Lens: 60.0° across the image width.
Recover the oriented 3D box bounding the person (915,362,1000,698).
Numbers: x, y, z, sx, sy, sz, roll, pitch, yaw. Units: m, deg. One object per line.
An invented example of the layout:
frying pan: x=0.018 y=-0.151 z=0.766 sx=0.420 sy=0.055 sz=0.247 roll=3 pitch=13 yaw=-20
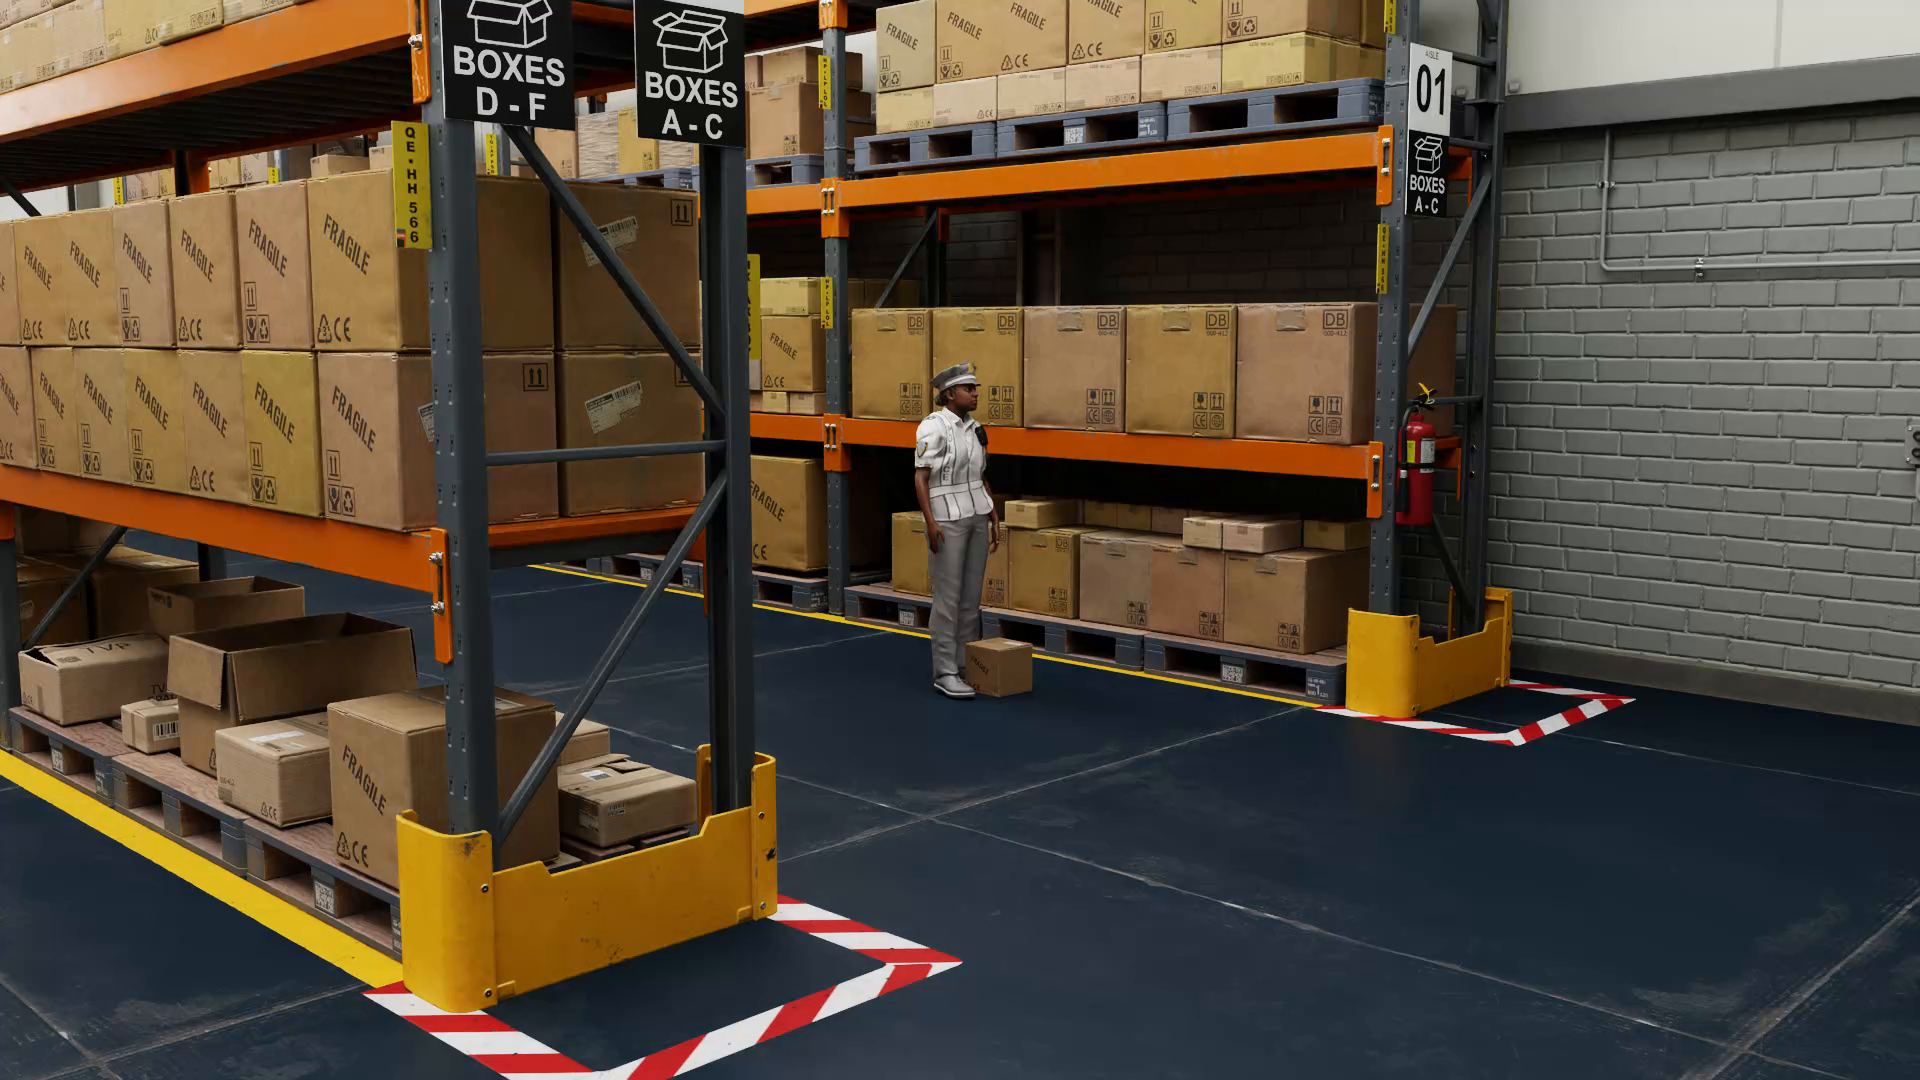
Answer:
person: x=0.029 y=-0.077 z=8.674 sx=0.529 sy=1.694 sz=0.569 roll=7 pitch=10 yaw=43
